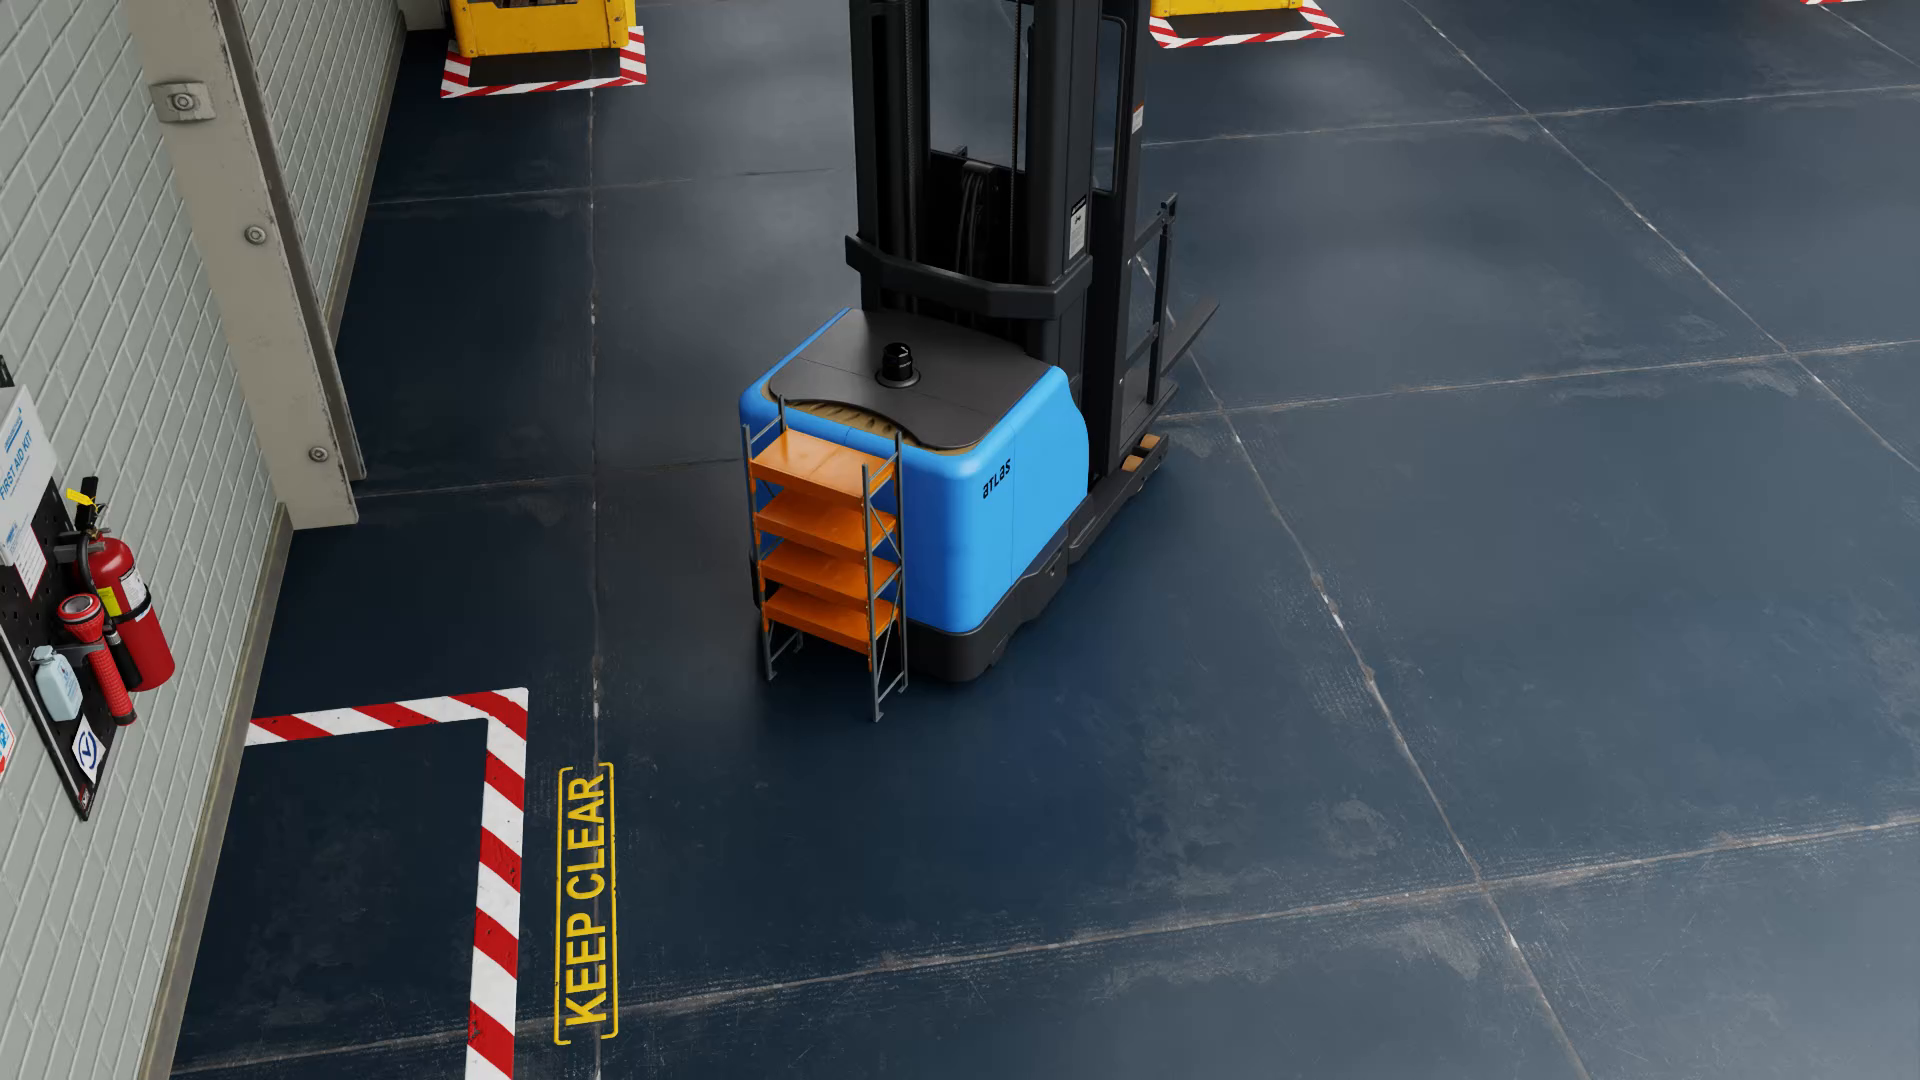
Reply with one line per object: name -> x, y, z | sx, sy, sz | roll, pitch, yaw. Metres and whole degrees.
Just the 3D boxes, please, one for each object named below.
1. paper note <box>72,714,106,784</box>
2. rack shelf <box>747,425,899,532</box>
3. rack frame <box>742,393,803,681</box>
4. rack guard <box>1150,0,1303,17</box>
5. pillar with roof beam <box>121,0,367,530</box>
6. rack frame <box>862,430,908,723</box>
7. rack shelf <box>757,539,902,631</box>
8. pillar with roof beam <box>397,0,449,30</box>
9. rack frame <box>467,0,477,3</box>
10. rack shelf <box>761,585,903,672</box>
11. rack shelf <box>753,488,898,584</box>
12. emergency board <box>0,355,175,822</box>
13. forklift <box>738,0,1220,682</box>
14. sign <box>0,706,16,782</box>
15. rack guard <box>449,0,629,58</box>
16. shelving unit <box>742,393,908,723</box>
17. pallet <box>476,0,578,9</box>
paper note -> -2.490, 0.597, 4.755 | 0.016, 0.148, 0.142 | -6, 38, -8
rack shelf -> -0.483, -0.224, 5.920 | 0.480, 0.148, 0.258 | 19, 42, 22
rack frame -> -0.696, 0.014, 6.254 | 0.015, 1.200, 0.240 | 19, 42, 22
rack guard -> 1.954, -4.190, 12.236 | 1.175, 0.500, 0.348 | -6, 38, -8
pillar with roof beam -> 1.390, -4.194, 5.314 | 9.100, 9.000, 0.400 | -6, 38, -8
rack frame -> -0.269, 0.158, 6.069 | 0.015, 1.200, 0.240 | 19, 42, 22
rack shelf -> -0.483, 0.139, 6.202 | 0.480, 0.148, 0.258 | 19, 42, 22
pillar with roof beam -> 0.338, -7.818, 9.979 | 9.100, 9.000, 0.400 | -6, 38, -8
rack frame -> -2.926, -4.656, 10.799 | 1.000, 3.000, 0.127 | -6, 38, -8
rack shelf -> -0.483, 0.296, 6.324 | 0.480, 0.148, 0.258 | 19, 42, 22
rack shelf -> -0.483, -0.037, 6.065 | 0.480, 0.148, 0.258 | 19, 42, 22
emergency board -> -2.453, 0.135, 4.632 | 0.194, 1.169, 0.643 | -6, 38, -8
forklift -> 0.303, -1.497, 6.787 | 1.130, 2.935, 3.031 | 19, 42, 22
sign -> -2.458, 0.466, 4.177 | 0.001, 0.329, 0.234 | -6, 38, -8
rack guard -> -2.940, -3.715, 11.625 | 1.175, 0.500, 0.348 | -6, 38, -8
shelving unit -> -0.483, 0.086, 6.161 | 0.503, 1.200, 0.258 | 19, 42, 22
pallet -> -3.047, -4.096, 12.350 | 1.003, 0.211, 1.213 | -6, 38, -8
